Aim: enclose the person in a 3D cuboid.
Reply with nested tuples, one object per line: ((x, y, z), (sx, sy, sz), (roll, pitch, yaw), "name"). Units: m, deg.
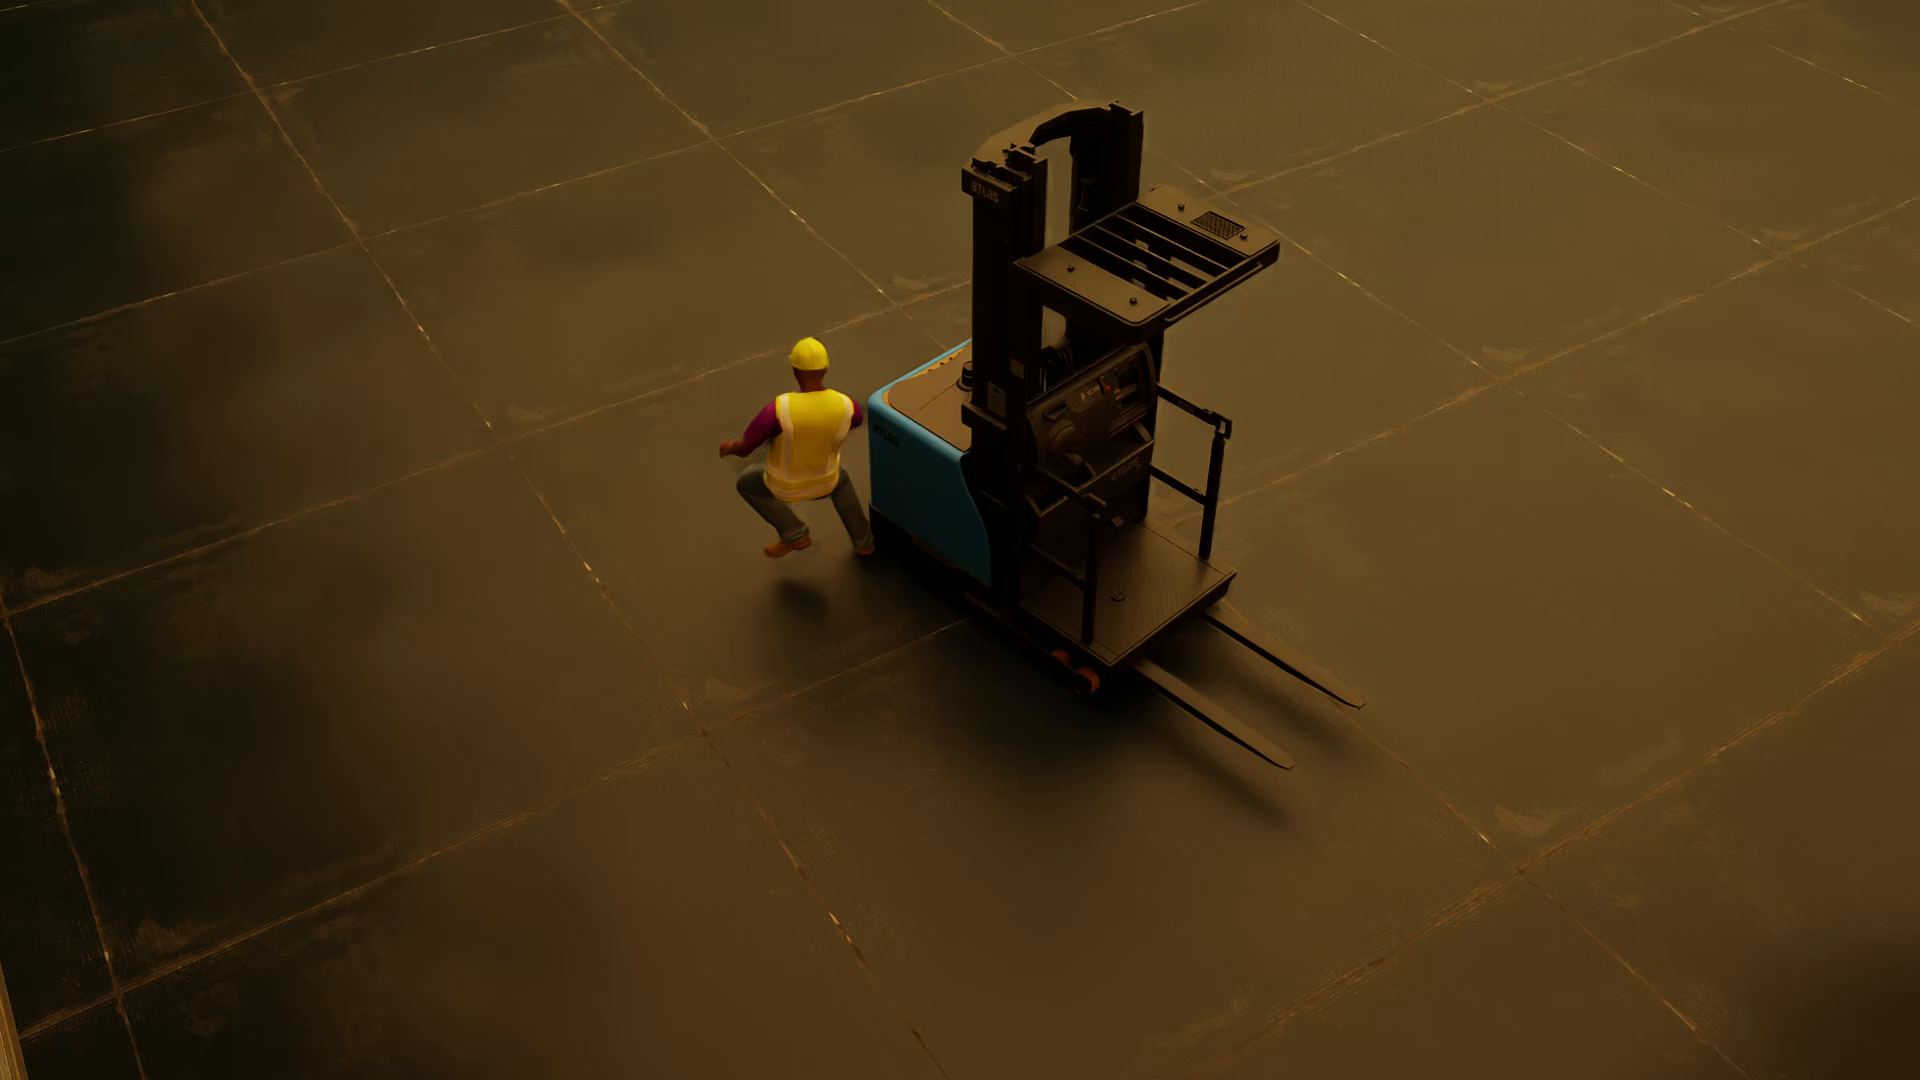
((-0.935, -0.516, 9.488), (0.861, 1.603, 0.736), (-14, 43, -15), "person")

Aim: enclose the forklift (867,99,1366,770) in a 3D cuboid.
((0.847, -0.636, 8.599), (1.130, 2.935, 3.031), (-33, 51, -32), "forklift")
